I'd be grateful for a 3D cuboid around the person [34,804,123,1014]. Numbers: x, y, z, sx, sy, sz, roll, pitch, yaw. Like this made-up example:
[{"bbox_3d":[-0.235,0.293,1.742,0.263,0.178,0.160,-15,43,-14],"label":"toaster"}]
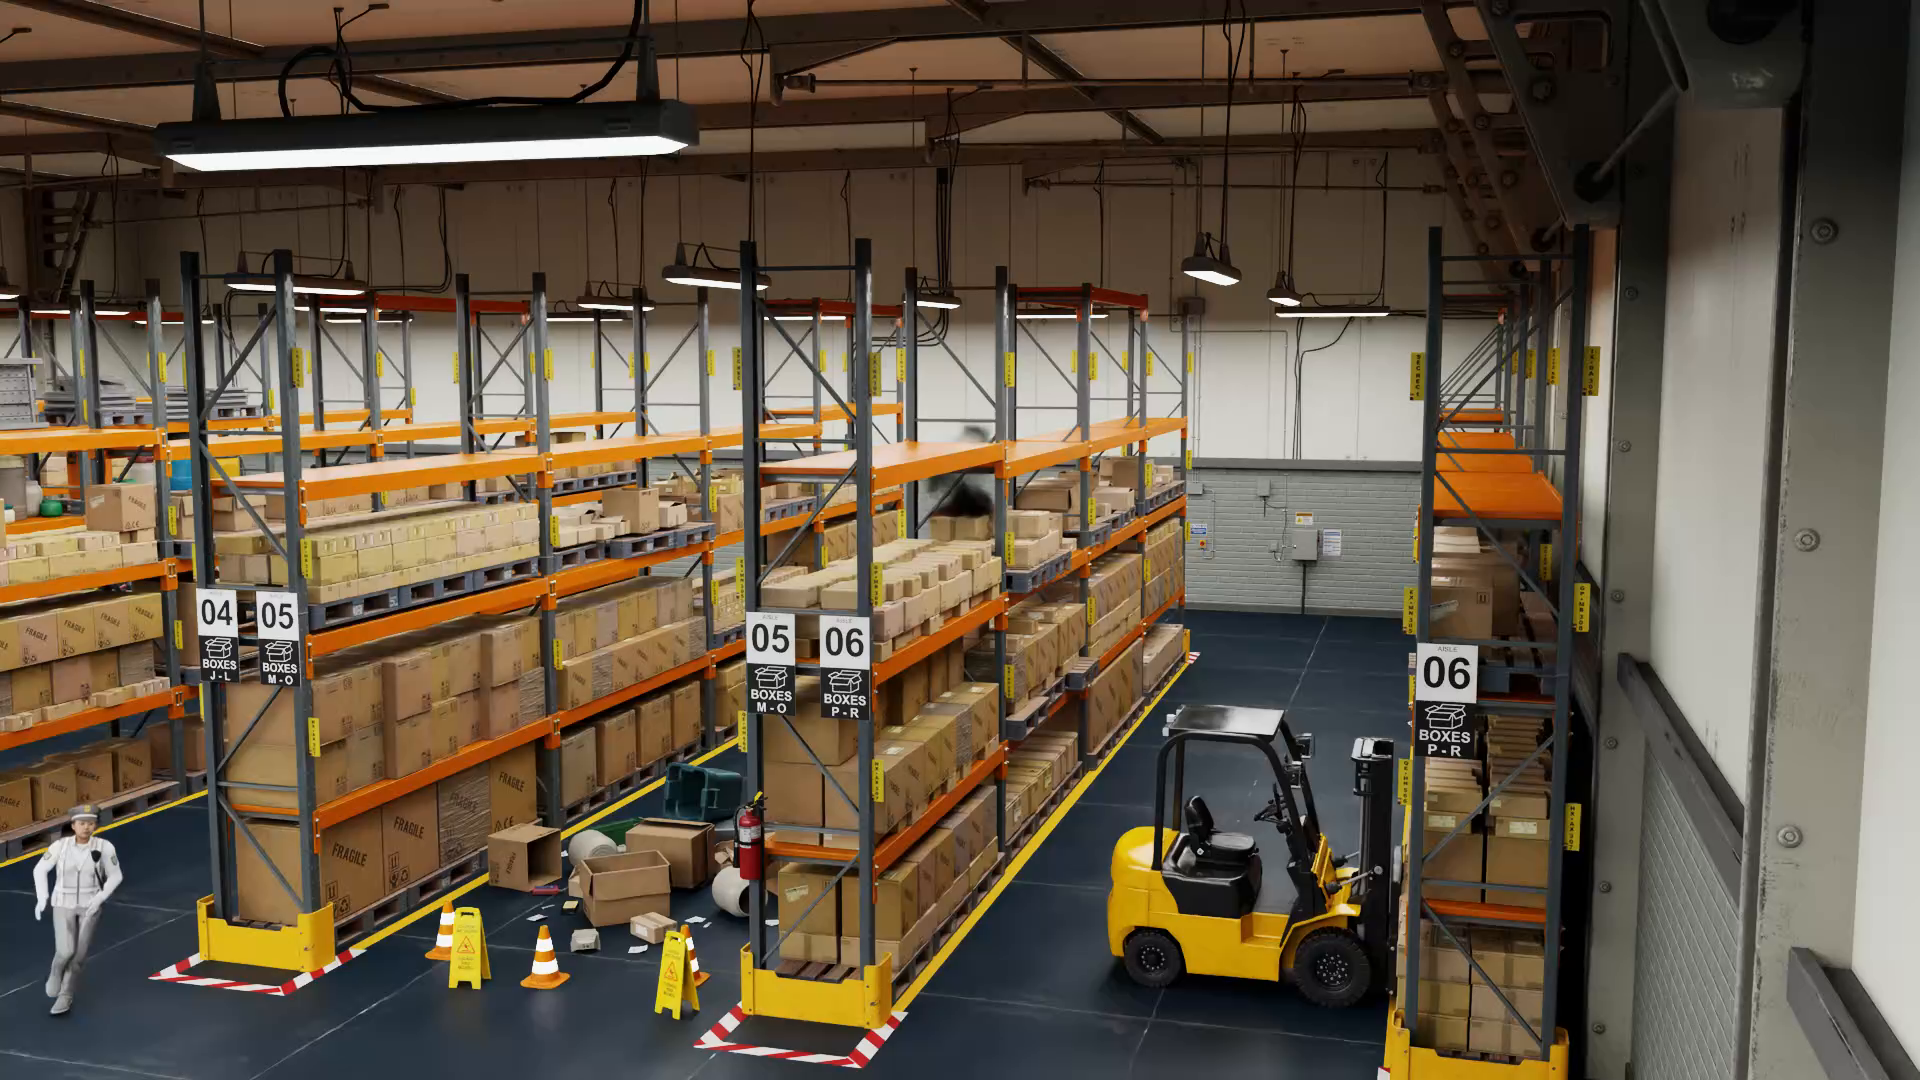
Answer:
[{"bbox_3d":[-6.933,2.898,13.105,0.621,1.631,0.506,-3,7,-28],"label":"person"}]
